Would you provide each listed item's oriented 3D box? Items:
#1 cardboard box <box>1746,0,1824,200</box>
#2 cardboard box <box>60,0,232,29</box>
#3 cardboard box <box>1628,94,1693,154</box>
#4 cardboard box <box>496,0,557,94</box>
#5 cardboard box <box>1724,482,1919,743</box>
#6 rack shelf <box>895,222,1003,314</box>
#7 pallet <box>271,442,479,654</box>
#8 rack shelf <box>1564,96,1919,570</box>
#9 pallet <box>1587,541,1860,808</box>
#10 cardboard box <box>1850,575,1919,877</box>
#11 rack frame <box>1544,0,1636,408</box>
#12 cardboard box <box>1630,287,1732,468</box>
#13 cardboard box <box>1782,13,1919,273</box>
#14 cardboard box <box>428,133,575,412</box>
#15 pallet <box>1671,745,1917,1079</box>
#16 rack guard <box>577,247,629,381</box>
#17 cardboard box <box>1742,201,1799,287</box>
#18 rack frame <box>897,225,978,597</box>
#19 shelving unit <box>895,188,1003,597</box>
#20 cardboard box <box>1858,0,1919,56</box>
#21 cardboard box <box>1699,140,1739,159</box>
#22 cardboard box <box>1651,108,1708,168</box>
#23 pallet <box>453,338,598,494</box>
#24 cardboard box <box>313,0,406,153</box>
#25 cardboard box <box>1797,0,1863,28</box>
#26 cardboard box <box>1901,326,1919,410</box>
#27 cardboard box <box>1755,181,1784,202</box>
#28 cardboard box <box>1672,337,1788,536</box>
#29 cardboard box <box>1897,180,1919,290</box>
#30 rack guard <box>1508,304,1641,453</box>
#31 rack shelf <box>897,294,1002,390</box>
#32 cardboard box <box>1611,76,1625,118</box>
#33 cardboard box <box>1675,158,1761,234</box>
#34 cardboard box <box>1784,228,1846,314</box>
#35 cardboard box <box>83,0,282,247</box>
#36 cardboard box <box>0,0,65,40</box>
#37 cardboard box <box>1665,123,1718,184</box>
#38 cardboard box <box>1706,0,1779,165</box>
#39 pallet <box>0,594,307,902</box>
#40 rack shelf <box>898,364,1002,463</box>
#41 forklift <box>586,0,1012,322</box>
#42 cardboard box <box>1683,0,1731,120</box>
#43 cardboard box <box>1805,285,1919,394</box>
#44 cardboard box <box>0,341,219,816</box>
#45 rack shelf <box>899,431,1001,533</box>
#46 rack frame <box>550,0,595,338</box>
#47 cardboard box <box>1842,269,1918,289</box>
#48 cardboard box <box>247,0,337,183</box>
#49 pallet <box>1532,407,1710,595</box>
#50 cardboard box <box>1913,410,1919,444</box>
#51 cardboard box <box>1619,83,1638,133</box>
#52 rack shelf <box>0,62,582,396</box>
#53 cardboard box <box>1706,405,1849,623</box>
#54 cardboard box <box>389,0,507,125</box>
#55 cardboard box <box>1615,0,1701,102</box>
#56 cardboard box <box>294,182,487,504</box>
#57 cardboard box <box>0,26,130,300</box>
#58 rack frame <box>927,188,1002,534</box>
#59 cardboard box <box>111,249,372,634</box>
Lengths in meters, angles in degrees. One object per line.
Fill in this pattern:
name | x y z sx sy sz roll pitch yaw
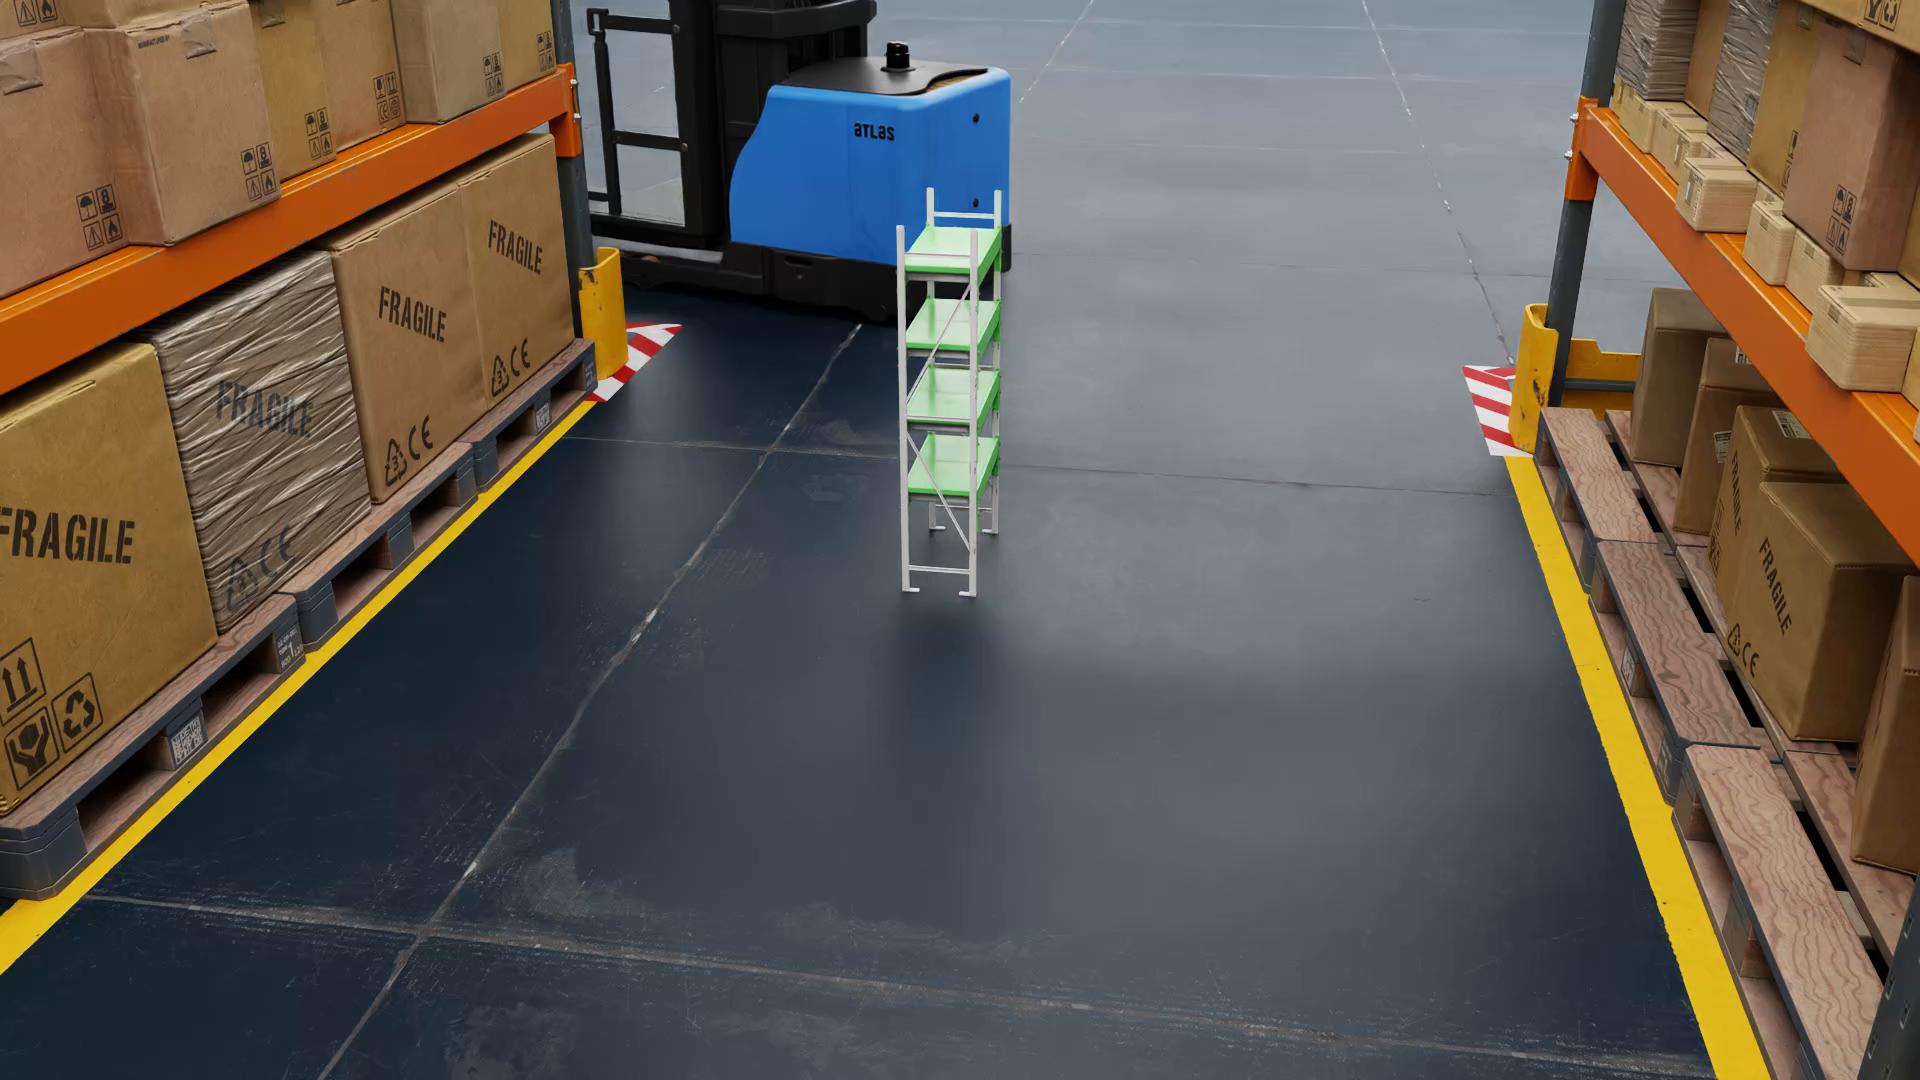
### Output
cardboard box | 2.491 -1.082 4.055 0.875 0.500 0.500 4 25 9
cardboard box | -2.449 -1.639 4.262 0.875 0.550 0.550 4 25 9
cardboard box | 2.391 -1.339 5.369 0.380 0.149 0.250 4 25 9
cardboard box | -2.104 -2.058 6.431 0.875 0.550 0.550 4 25 9
cardboard box | 2.350 0.183 4.274 0.500 0.500 0.500 2 25 4
rack shelf | -0.027 -0.851 5.171 0.258 0.148 0.480 4 25 9
pallet | -2.343 -0.037 5.580 1.003 0.211 1.213 4 25 9
rack shelf | 2.462 -0.600 4.342 1.077 0.370 4.000 4 25 9
pallet | 2.407 0.378 4.692 1.003 0.211 1.213 4 25 9
cardboard box | 2.326 0.448 3.708 0.500 0.500 0.500 13 28 25
rack frame | 2.789 -1.762 5.977 1.000 3.000 0.127 4 25 9
cardboard box | 2.670 -0.560 5.862 0.500 0.500 0.500 9 27 18
cardboard box | 2.368 -0.876 3.615 0.875 0.500 0.500 4 25 9
cardboard box | -2.134 -1.088 6.547 0.875 0.875 0.875 4 25 9
pallet | 2.210 0.890 3.599 1.003 0.211 1.213 4 25 9
rack guard | -2.084 -1.026 7.353 1.175 0.500 0.348 4 25 9
cardboard box | 2.140 -0.712 4.030 0.380 0.149 0.250 4 25 9
rack frame | -0.067 -0.372 5.130 0.240 1.200 0.015 4 25 9
shelving unit | -0.027 -0.474 5.348 0.258 1.200 0.503 4 25 9
cardboard box | 2.017 -1.139 2.996 0.500 0.500 0.500 4 25 9
cardboard box | 2.309 -1.023 4.693 0.380 0.149 0.250 4 25 9
cardboard box | 2.371 -1.233 5.143 0.380 0.149 0.250 4 25 9
pallet | -2.142 -0.545 6.666 1.003 0.211 1.213 4 25 9
cardboard box | -2.388 -1.601 5.455 0.875 0.550 0.550 4 25 9
cardboard box | 2.100 -1.348 3.443 0.500 0.500 0.500 4 25 9
cardboard box | 2.030 -0.290 3.128 0.380 0.149 0.250 4 25 9
cardboard box | 2.256 -0.812 4.242 0.380 0.149 0.250 4 25 9
cardboard box | 2.606 -0.308 5.323 0.500 0.500 0.500 11 27 22
cardboard box | 2.386 -0.660 3.153 0.875 0.500 0.500 4 25 9
rack guard | 2.776 -0.598 6.439 1.175 0.500 0.348 4 25 9
rack shelf | -0.027 -0.634 5.273 0.258 0.148 0.480 4 25 9
cardboard box | 2.507 -1.546 5.811 0.380 0.149 0.250 4 25 9
cardboard box | 2.166 -0.925 4.485 0.380 0.149 0.250 4 25 9
cardboard box | 2.133 -0.605 3.801 0.380 0.149 0.250 4 25 9
cardboard box | -2.421 -1.148 4.487 0.875 0.550 0.550 4 25 9
cardboard box | -2.673 -1.422 3.800 0.875 0.550 0.550 4 25 9
cardboard box | 2.323 -1.129 4.920 0.380 0.149 0.250 4 25 9
cardboard box | 2.584 -1.291 4.500 0.875 0.500 0.500 4 25 9
pallet | -2.540 0.475 4.486 1.003 0.211 1.213 4 25 9
rack shelf | -0.027 -0.416 5.375 0.258 0.148 0.480 4 25 9
forklift | -1.281 -2.791 8.255 3.031 2.935 1.130 13 28 25
cardboard box | 2.708 -1.497 4.941 0.875 0.500 0.500 4 25 9
cardboard box | 1.961 -0.403 3.368 0.380 0.149 0.250 4 25 9
cardboard box | -2.570 0.039 4.140 0.875 0.875 0.875 4 25 9
rack shelf | -0.027 -0.199 5.477 0.258 0.148 0.480 4 25 9
rack frame | -2.088 -2.148 6.801 1.000 3.000 0.127 4 25 9
cardboard box | 2.132 -0.498 3.572 0.380 0.149 0.250 4 25 9
cardboard box | -2.434 -1.376 4.975 0.875 0.550 0.500 4 25 9
pallet | 2.609 -0.130 5.779 1.003 0.211 1.213 4 25 9
cardboard box | 1.930 -0.190 2.914 0.380 0.149 0.250 4 25 9
cardboard box | 2.447 -1.443 5.590 0.380 0.149 0.250 4 25 9
rack shelf | -2.415 -0.986 5.167 1.077 0.370 4.000 4 25 9
cardboard box | 2.485 -0.048 4.766 0.500 0.500 0.500 6 26 13
cardboard box | -2.172 -1.826 5.937 0.875 0.550 0.550 4 25 9
cardboard box | 2.672 -1.714 5.405 0.875 0.500 0.500 4 25 9
cardboard box | -2.276 -0.720 5.760 0.875 0.875 0.875 4 25 8
cardboard box | -2.626 -0.930 4.022 0.875 0.550 0.550 4 25 9
rack frame | 0.013 -0.576 5.566 0.240 1.200 0.015 4 25 9
cardboard box | -2.427 -0.339 4.946 0.875 0.875 0.875 4 25 9
